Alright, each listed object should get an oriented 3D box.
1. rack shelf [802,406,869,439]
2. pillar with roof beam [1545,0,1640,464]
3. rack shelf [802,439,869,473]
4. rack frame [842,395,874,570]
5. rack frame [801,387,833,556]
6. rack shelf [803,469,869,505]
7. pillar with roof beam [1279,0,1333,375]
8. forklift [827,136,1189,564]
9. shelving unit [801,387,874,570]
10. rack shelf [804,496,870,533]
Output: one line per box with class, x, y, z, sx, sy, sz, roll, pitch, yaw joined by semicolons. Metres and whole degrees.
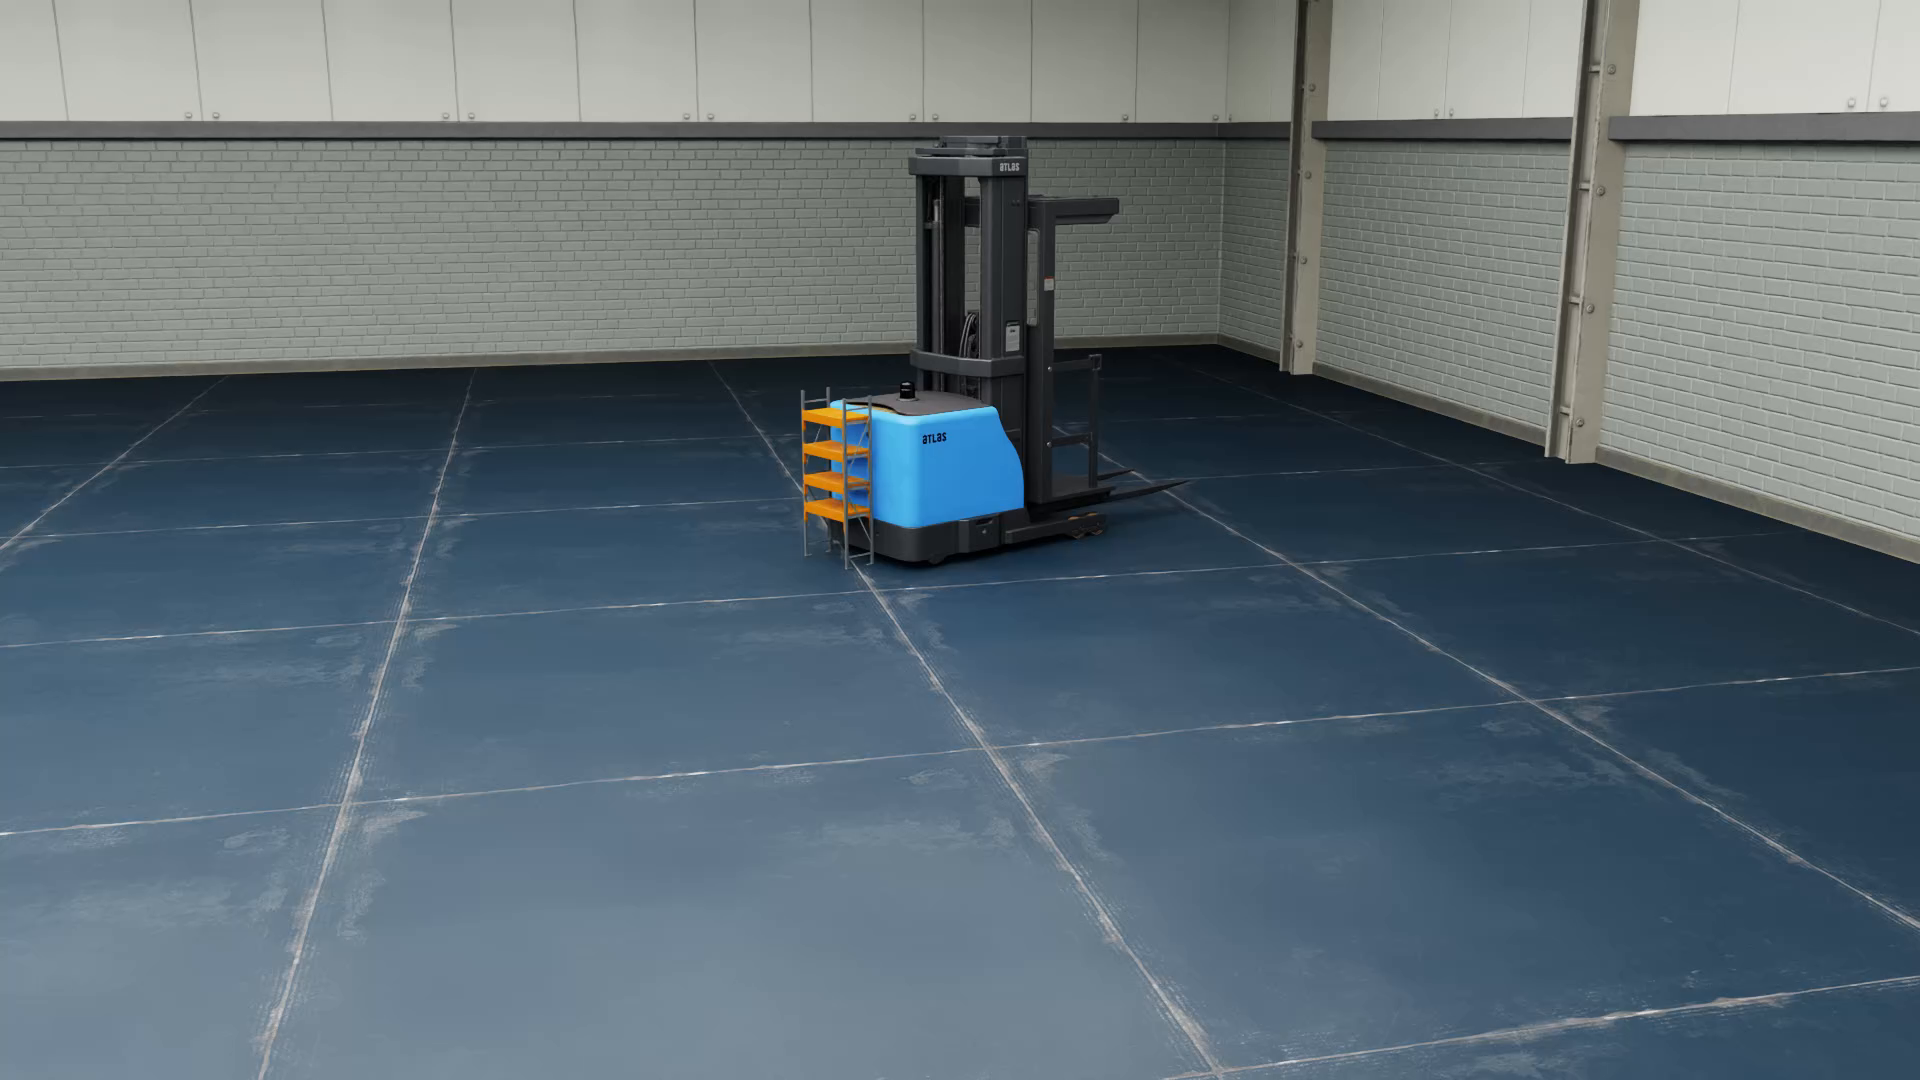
rack shelf;-0.862;-0.821;11.605;0.258;0.148;0.480;-11;18;-39
pillar with roof beam;1.515;-4.886;13.466;9.100;9.000;0.400;-3;14;-13
rack shelf;-0.862;-0.591;11.661;0.258;0.148;0.480;-11;18;-39
rack frame;-0.704;-0.395;11.517;0.240;1.200;0.015;-11;18;-39
rack frame;-1.020;-0.484;11.878;0.240;1.200;0.015;-11;18;-39
rack shelf;-0.862;-0.374;11.714;0.258;0.148;0.480;-11;18;-39
pillar with roof beam;0.106;-6.270;19.132;9.100;9.000;0.400;-3;14;-13
forklift;0.480;-1.520;12.471;3.031;2.935;1.130;-11;18;-39
shelving unit;-0.862;-0.439;11.698;0.258;1.200;0.503;-11;18;-39
rack shelf;-0.862;-0.181;11.761;0.258;0.148;0.480;-11;18;-39
